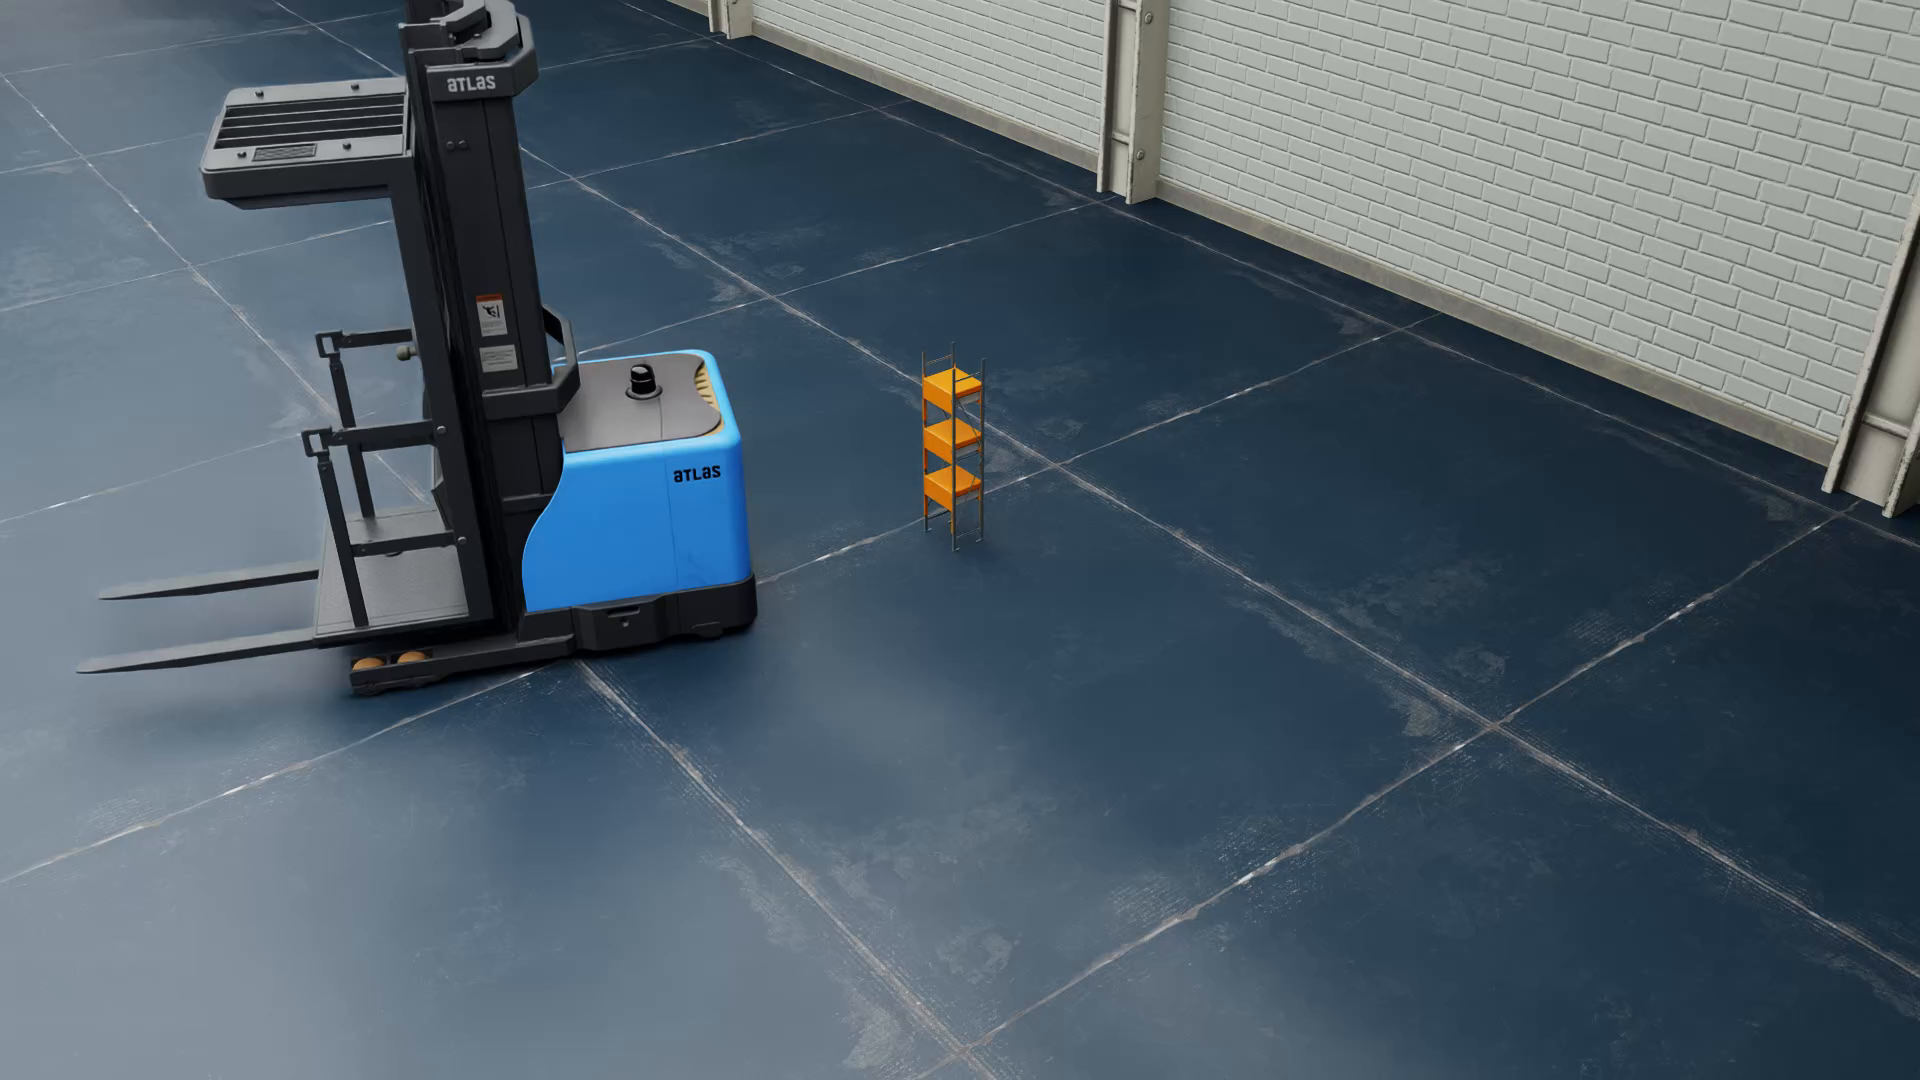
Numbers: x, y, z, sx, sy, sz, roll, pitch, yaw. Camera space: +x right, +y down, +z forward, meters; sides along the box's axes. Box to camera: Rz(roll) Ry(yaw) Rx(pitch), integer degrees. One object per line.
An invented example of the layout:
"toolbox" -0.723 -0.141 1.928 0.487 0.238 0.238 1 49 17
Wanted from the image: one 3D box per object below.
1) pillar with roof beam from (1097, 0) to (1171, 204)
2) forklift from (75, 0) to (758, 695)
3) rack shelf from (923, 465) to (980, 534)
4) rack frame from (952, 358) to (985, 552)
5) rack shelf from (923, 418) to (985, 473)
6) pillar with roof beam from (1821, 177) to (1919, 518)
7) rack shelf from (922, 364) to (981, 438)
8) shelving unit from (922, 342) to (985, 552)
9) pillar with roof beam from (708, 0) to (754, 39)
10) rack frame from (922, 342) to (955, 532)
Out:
"pillar with roof beam" -2.075 -5.177 8.557 9.100 9.000 0.400 -22 38 -31
"forklift" -2.555 -0.847 7.336 3.031 2.935 1.130 -8 33 -13
"rack shelf" -0.033 -0.223 8.661 0.215 0.259 0.240 -22 38 -31
"rack frame" 0.042 -0.417 8.427 0.200 1.050 0.008 -22 38 -31
"rack shelf" -0.033 -0.459 8.515 0.215 0.259 0.240 -22 38 -31
"pillar with roof beam" 1.604 -2.677 4.530 9.100 9.000 0.400 -22 38 -31
"rack shelf" -0.033 -0.700 8.365 0.215 0.259 0.240 -22 38 -31
"shelving unit" -0.033 -0.468 8.509 0.215 1.050 0.252 -22 38 -31
"pillar with roof beam" -5.754 -7.678 12.583 9.100 9.000 0.400 -22 38 -31
"rack frame" -0.108 -0.519 8.591 0.200 1.050 0.008 -22 38 -31
